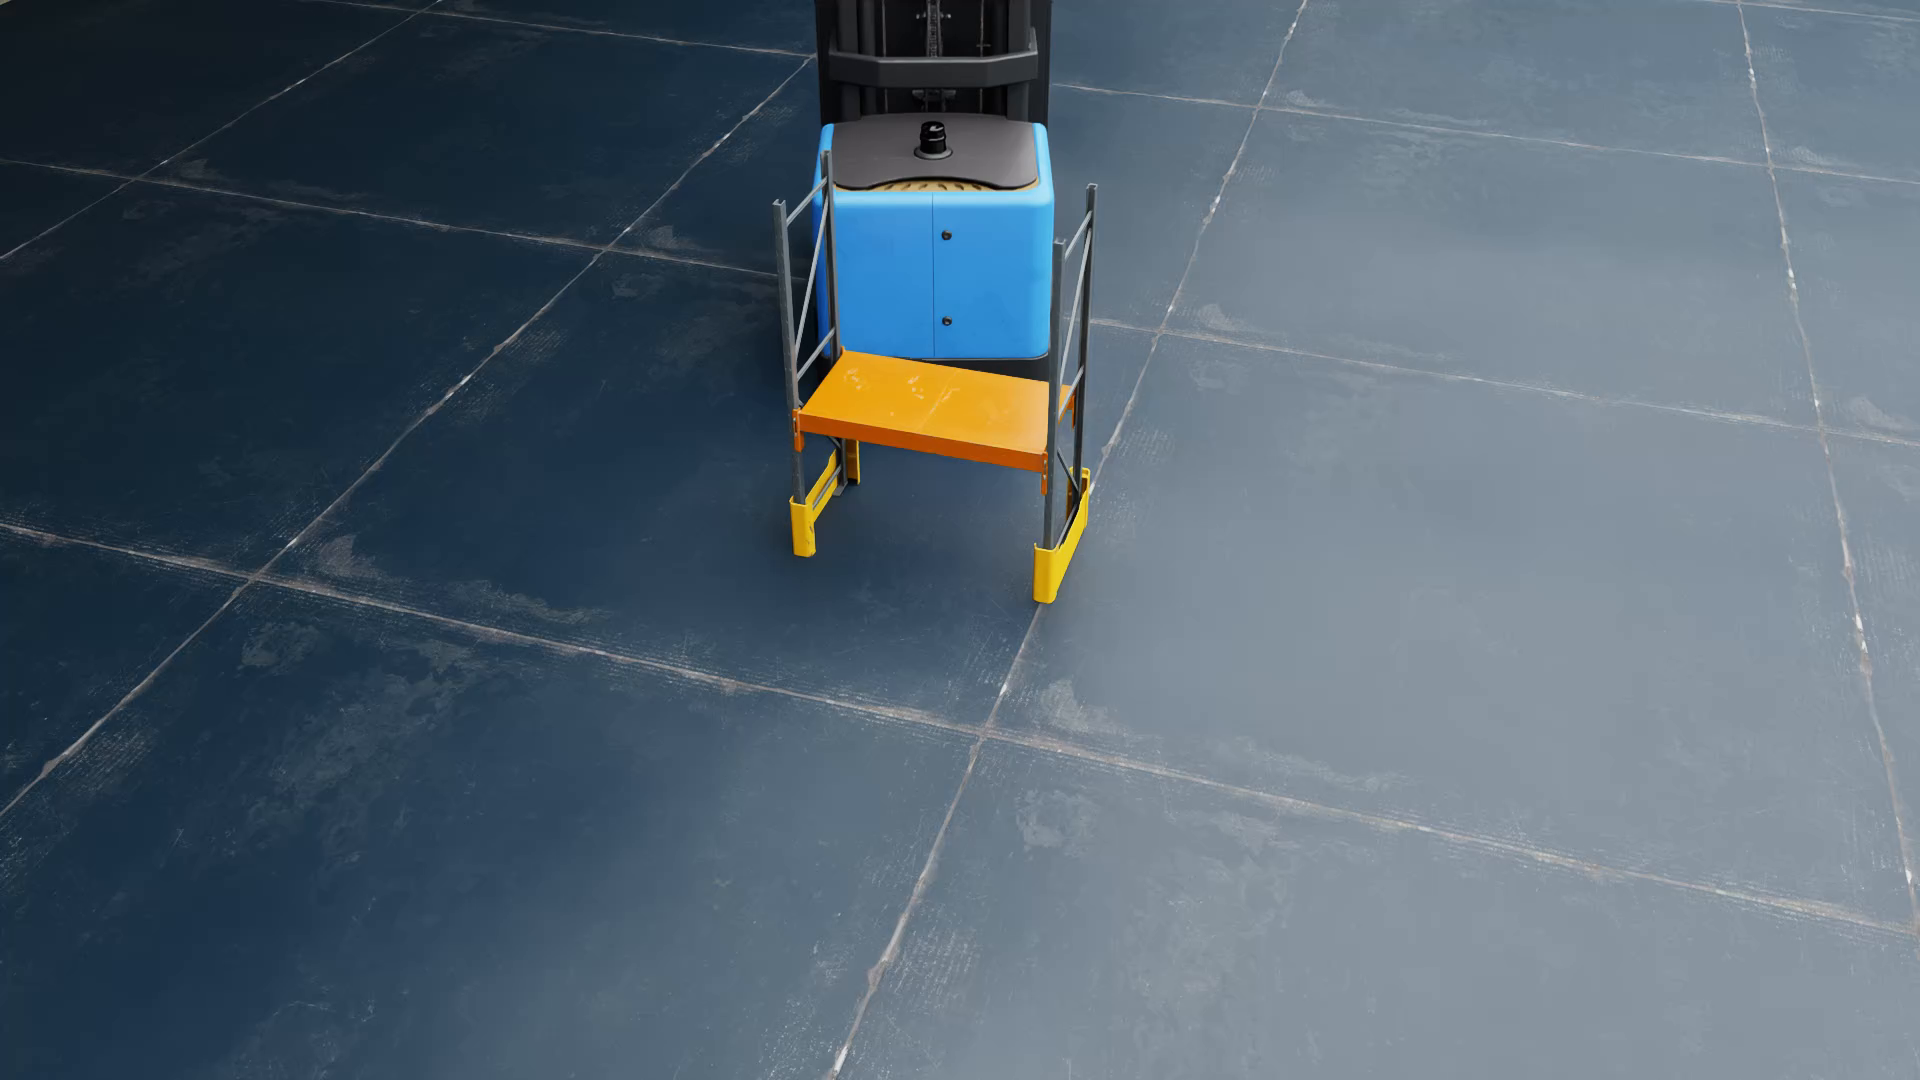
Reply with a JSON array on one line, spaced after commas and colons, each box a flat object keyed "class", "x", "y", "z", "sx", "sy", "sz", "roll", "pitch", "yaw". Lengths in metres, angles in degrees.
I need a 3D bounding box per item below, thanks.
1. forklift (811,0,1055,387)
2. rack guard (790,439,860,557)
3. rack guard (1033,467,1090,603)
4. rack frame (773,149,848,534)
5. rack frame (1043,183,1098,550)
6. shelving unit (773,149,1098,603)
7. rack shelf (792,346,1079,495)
[{"class": "forklift", "x": -0.124, "y": -2.620, "z": 7.836, "sx": 1.130, "sy": 2.935, "sz": 3.031, "roll": 0, "pitch": 36, "yaw": 0}, {"class": "rack guard", "x": -0.548, "y": -0.202, "z": 6.814, "sx": 0.087, "sy": 0.250, "sz": 0.587, "roll": 10, "pitch": 38, "yaw": 14}, {"class": "rack guard", "x": 0.403, "y": -0.026, "z": 6.575, "sx": 0.087, "sy": 0.250, "sz": 0.587, "roll": 10, "pitch": 38, "yaw": 14}, {"class": "rack frame", "x": -0.567, "y": -0.709, "z": 6.448, "sx": 0.032, "sy": 1.500, "sz": 0.500, "roll": 10, "pitch": 38, "yaw": 14}, {"class": "rack frame", "x": 0.404, "y": -0.529, "z": 6.204, "sx": 0.032, "sy": 1.500, "sz": 0.500, "roll": 10, "pitch": 38, "yaw": 14}, {"class": "shelving unit", "x": -0.073, "y": -0.618, "z": 6.324, "sx": 1.083, "sy": 1.500, "sz": 0.587, "roll": 10, "pitch": 38, "yaw": 14}, {"class": "rack shelf", "x": -0.081, "y": -0.474, "z": 6.433, "sx": 1.000, "sy": 0.185, "sz": 0.538, "roll": 10, "pitch": 38, "yaw": 14}]
